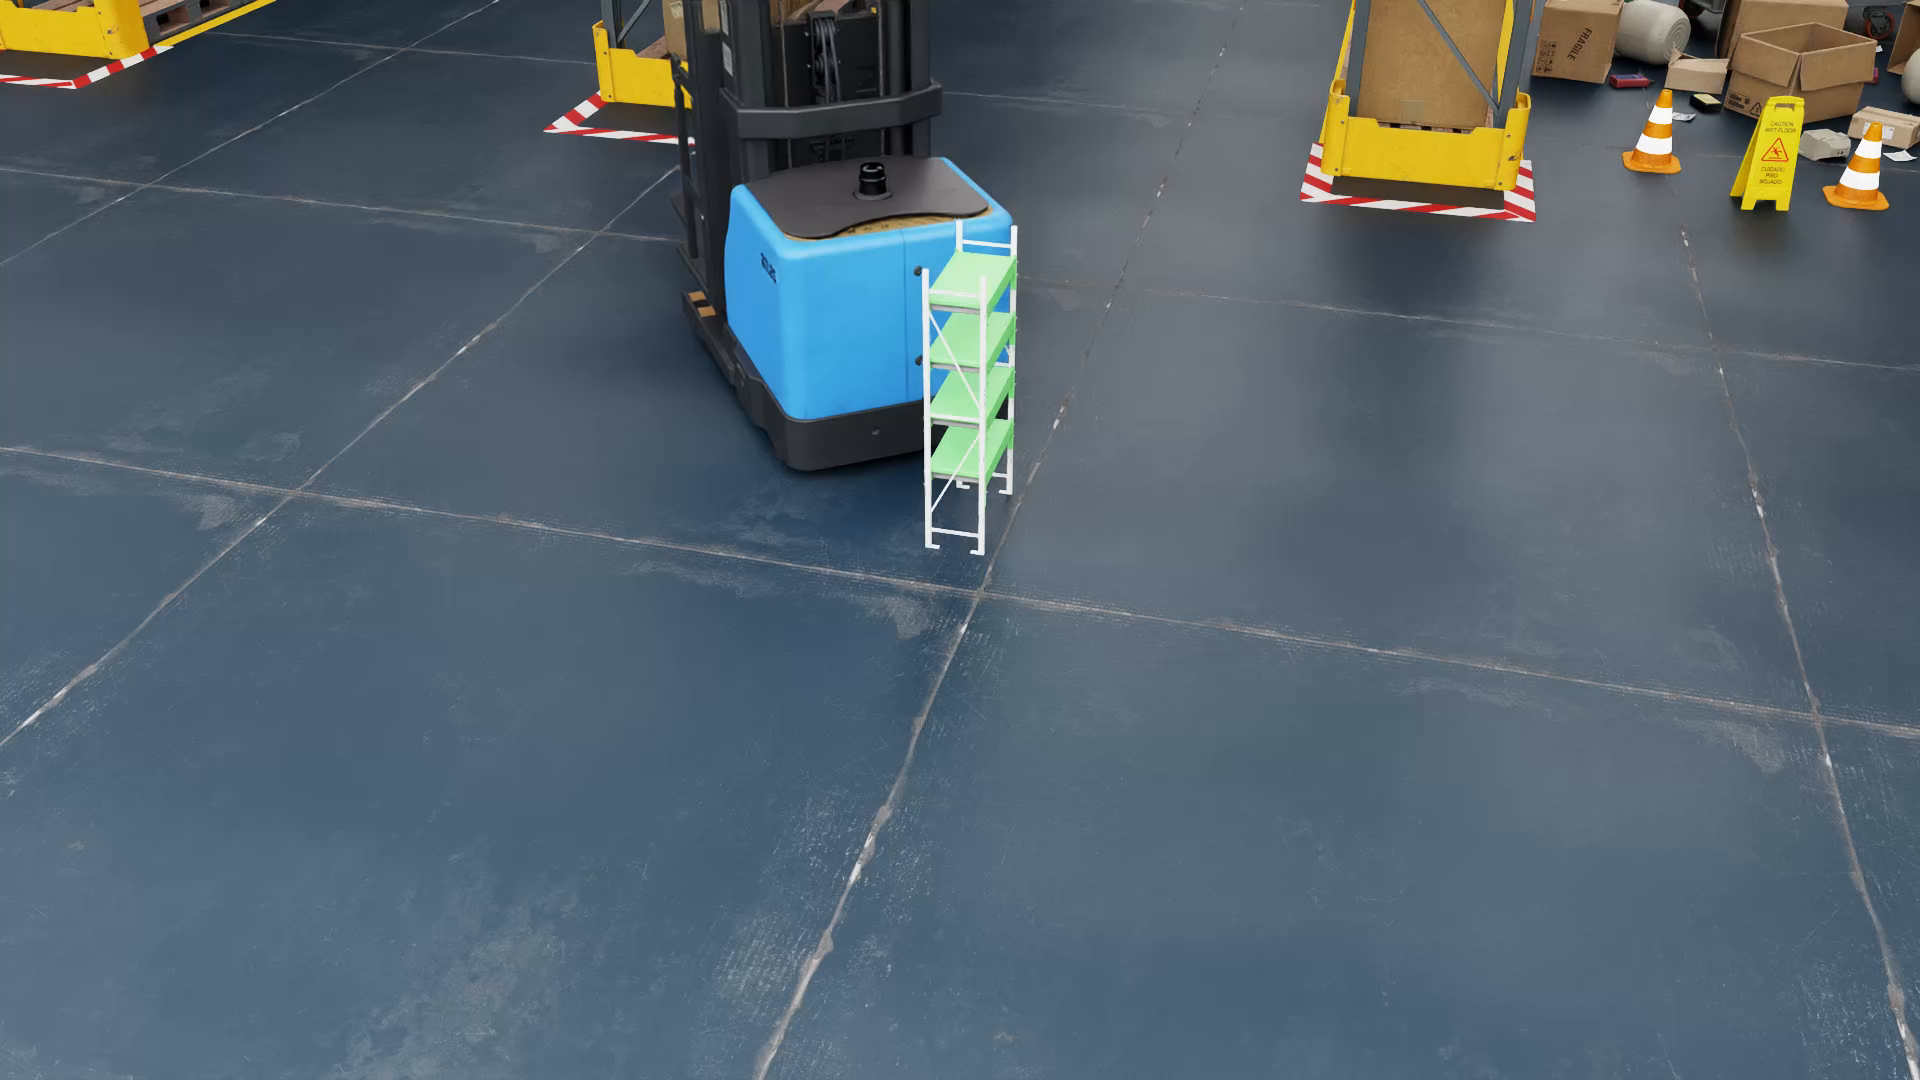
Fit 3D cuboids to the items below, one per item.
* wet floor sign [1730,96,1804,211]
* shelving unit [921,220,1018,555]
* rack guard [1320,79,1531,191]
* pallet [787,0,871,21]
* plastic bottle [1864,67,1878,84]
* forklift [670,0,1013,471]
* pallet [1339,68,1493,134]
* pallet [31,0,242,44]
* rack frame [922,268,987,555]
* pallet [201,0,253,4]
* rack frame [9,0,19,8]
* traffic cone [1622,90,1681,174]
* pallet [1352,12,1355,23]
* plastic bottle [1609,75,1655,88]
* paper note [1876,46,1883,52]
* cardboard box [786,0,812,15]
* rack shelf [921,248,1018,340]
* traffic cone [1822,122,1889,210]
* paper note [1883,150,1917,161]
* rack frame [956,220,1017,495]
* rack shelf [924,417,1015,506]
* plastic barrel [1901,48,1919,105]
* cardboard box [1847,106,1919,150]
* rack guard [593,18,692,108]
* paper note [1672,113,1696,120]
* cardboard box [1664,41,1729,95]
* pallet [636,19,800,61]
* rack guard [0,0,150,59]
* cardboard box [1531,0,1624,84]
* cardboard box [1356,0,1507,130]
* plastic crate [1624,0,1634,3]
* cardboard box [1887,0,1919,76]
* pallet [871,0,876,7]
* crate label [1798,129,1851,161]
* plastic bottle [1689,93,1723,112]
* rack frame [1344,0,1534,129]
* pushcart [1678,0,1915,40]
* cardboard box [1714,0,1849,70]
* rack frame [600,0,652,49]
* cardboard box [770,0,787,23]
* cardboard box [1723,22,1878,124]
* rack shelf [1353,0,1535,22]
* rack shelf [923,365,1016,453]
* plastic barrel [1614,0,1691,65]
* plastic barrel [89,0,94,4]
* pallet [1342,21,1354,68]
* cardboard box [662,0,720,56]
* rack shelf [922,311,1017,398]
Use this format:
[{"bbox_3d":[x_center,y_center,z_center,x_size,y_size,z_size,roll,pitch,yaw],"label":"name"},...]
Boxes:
[{"bbox_3d":[4.756,-2.279,9.733,0.267,0.644,0.232,3,33,4],"label":"wet floor sign"},{"bbox_3d":[0.042,-0.592,6.563,0.258,1.200,0.503,8,33,12],"label":"shelving unit"},{"bbox_3d":[2.842,-2.490,10.200,1.175,0.500,0.348,8,33,12],"label":"rack guard"},{"bbox_3d":[-1.353,-4.195,13.153,1.003,0.211,1.213,8,33,12],"label":"pallet"},{"bbox_3d":[6.535,-3.357,11.974,0.133,0.061,0.283,14,35,21],"label":"plastic bottle"},{"bbox_3d":[-0.772,-2.312,7.655,1.130,2.935,3.031,-12,34,-18],"label":"forklift"},{"bbox_3d":[2.975,-2.806,10.967,1.003,0.211,1.213,8,33,12],"label":"pallet"},{"bbox_3d":[-6.530,-4.249,13.237,1.003,0.211,1.213,8,33,12],"label":"pallet"},{"bbox_3d":[-0.020,-0.466,6.364,0.240,1.200,0.015,8,33,12],"label":"rack frame"},{"bbox_3d":[-6.218,-4.880,14.230,1.003,0.211,1.213,8,33,12],"label":"pallet"},{"bbox_3d":[-6.715,-4.959,11.755,1.000,3.000,0.127,8,33,12],"label":"rack frame"},{"bbox_3d":[4.356,-2.569,10.359,0.336,0.463,0.334,8,33,12],"label":"traffic cone"},{"bbox_3d":[3.594,-4.072,12.959,1.003,0.211,1.213,8,33,12],"label":"pallet"},{"bbox_3d":[4.783,-3.265,11.828,0.283,0.061,0.133,-3,33,-4],"label":"plastic bottle"},{"bbox_3d":[6.892,-3.716,12.566,0.148,0.019,0.142,8,33,12],"label":"paper note"},{"bbox_3d":[-1.454,-4.366,12.761,0.500,0.500,0.500,11,34,17],"label":"cardboard box"},{"bbox_3d":[0.042,-0.943,6.340,0.258,0.148,0.480,8,33,12],"label":"rack shelf"},{"bbox_3d":[5.363,-2.239,9.840,0.336,0.463,0.334,8,33,12],"label":"traffic cone"},{"bbox_3d":[5.976,-2.444,10.566,0.148,0.019,0.142,-3,33,-4],"label":"paper note"},{"bbox_3d":[0.104,-0.719,6.762,0.240,1.200,0.015,8,33,12],"label":"rack frame"},{"bbox_3d":[0.042,-0.336,6.726,0.258,0.148,0.480,8,33,12],"label":"rack shelf"},{"bbox_3d":[6.721,-3.126,11.273,0.421,0.421,0.512,-21,38,-29],"label":"plastic barrel"},{"bbox_3d":[6.040,-2.687,10.839,0.380,0.149,0.250,28,42,36],"label":"cardboard box"},{"bbox_3d":[-1.905,-3.269,11.427,1.175,0.500,0.348,8,33,12],"label":"rack guard"},{"bbox_3d":[4.877,-2.864,11.229,0.144,0.017,0.142,20,38,29],"label":"paper note"},{"bbox_3d":[5.208,-3.336,11.751,0.396,0.266,0.258,14,35,21],"label":"cardboard box"},{"bbox_3d":[-1.664,-3.564,12.160,1.003,0.211,1.213,8,33,12],"label":"pallet"},{"bbox_3d":[-6.741,-3.950,12.498,1.175,0.500,0.348,8,33,12],"label":"rack guard"},{"bbox_3d":[4.462,-3.634,11.998,0.500,0.500,0.500,14,35,21],"label":"cardboard box"},{"bbox_3d":[2.956,-3.199,10.574,0.875,0.875,0.875,8,33,13],"label":"cardboard box"},{"bbox_3d":[5.086,-4.202,13.131,0.662,0.188,0.450,-28,32,-37],"label":"plastic crate"},{"bbox_3d":[7.089,-3.587,11.924,0.500,0.500,0.500,-21,38,-29],"label":"cardboard box"},{"bbox_3d":[-1.045,-4.830,14.152,1.003,0.211,1.213,8,33,12],"label":"pallet"},{"bbox_3d":[5.502,-2.517,10.582,0.250,0.136,0.298,-8,33,-13],"label":"crate label"},{"bbox_3d":[5.114,-3.015,11.436,0.133,0.061,0.283,-3,33,-4],"label":"plastic bottle"},{"bbox_3d":[2.848,-3.557,9.549,1.000,3.000,0.127,8,33,12],"label":"rack frame"},{"bbox_3d":[6.459,-4.189,12.988,1.648,0.377,0.936,-3,33,-4],"label":"pushcart"},{"bbox_3d":[5.888,-3.682,11.946,0.797,0.637,0.503,8,33,12],"label":"cardboard box"},{"bbox_3d":[-1.924,-4.285,10.694,1.000,3.000,0.127,8,33,12],"label":"rack frame"},{"bbox_3d":[-1.631,-4.044,12.254,0.500,0.500,0.500,17,36,25],"label":"cardboard box"},{"bbox_3d":[5.658,-3.138,11.218,0.797,0.503,0.637,-14,35,-21],"label":"cardboard box"},{"bbox_3d":[3.355,-4.291,11.375,1.077,0.370,4.000,8,33,12],"label":"rack shelf"},{"bbox_3d":[0.042,-0.538,6.598,0.258,0.148,0.480,8,33,12],"label":"rack shelf"},{"bbox_3d":[5.059,-3.748,12.251,0.421,0.421,0.512,-21,38,-29],"label":"plastic barrel"},{"bbox_3d":[-6.622,-4.438,12.863,0.421,0.512,0.421,0,32,0],"label":"plastic barrel"},{"bbox_3d":[3.287,-3.437,11.960,1.003,0.211,1.213,8,33,12],"label":"pallet"},{"bbox_3d":[-1.749,-3.729,11.758,0.500,0.500,0.500,14,35,21],"label":"cardboard box"},{"bbox_3d":[0.042,-0.741,6.469,0.258,0.148,0.480,8,33,12],"label":"rack shelf"}]
